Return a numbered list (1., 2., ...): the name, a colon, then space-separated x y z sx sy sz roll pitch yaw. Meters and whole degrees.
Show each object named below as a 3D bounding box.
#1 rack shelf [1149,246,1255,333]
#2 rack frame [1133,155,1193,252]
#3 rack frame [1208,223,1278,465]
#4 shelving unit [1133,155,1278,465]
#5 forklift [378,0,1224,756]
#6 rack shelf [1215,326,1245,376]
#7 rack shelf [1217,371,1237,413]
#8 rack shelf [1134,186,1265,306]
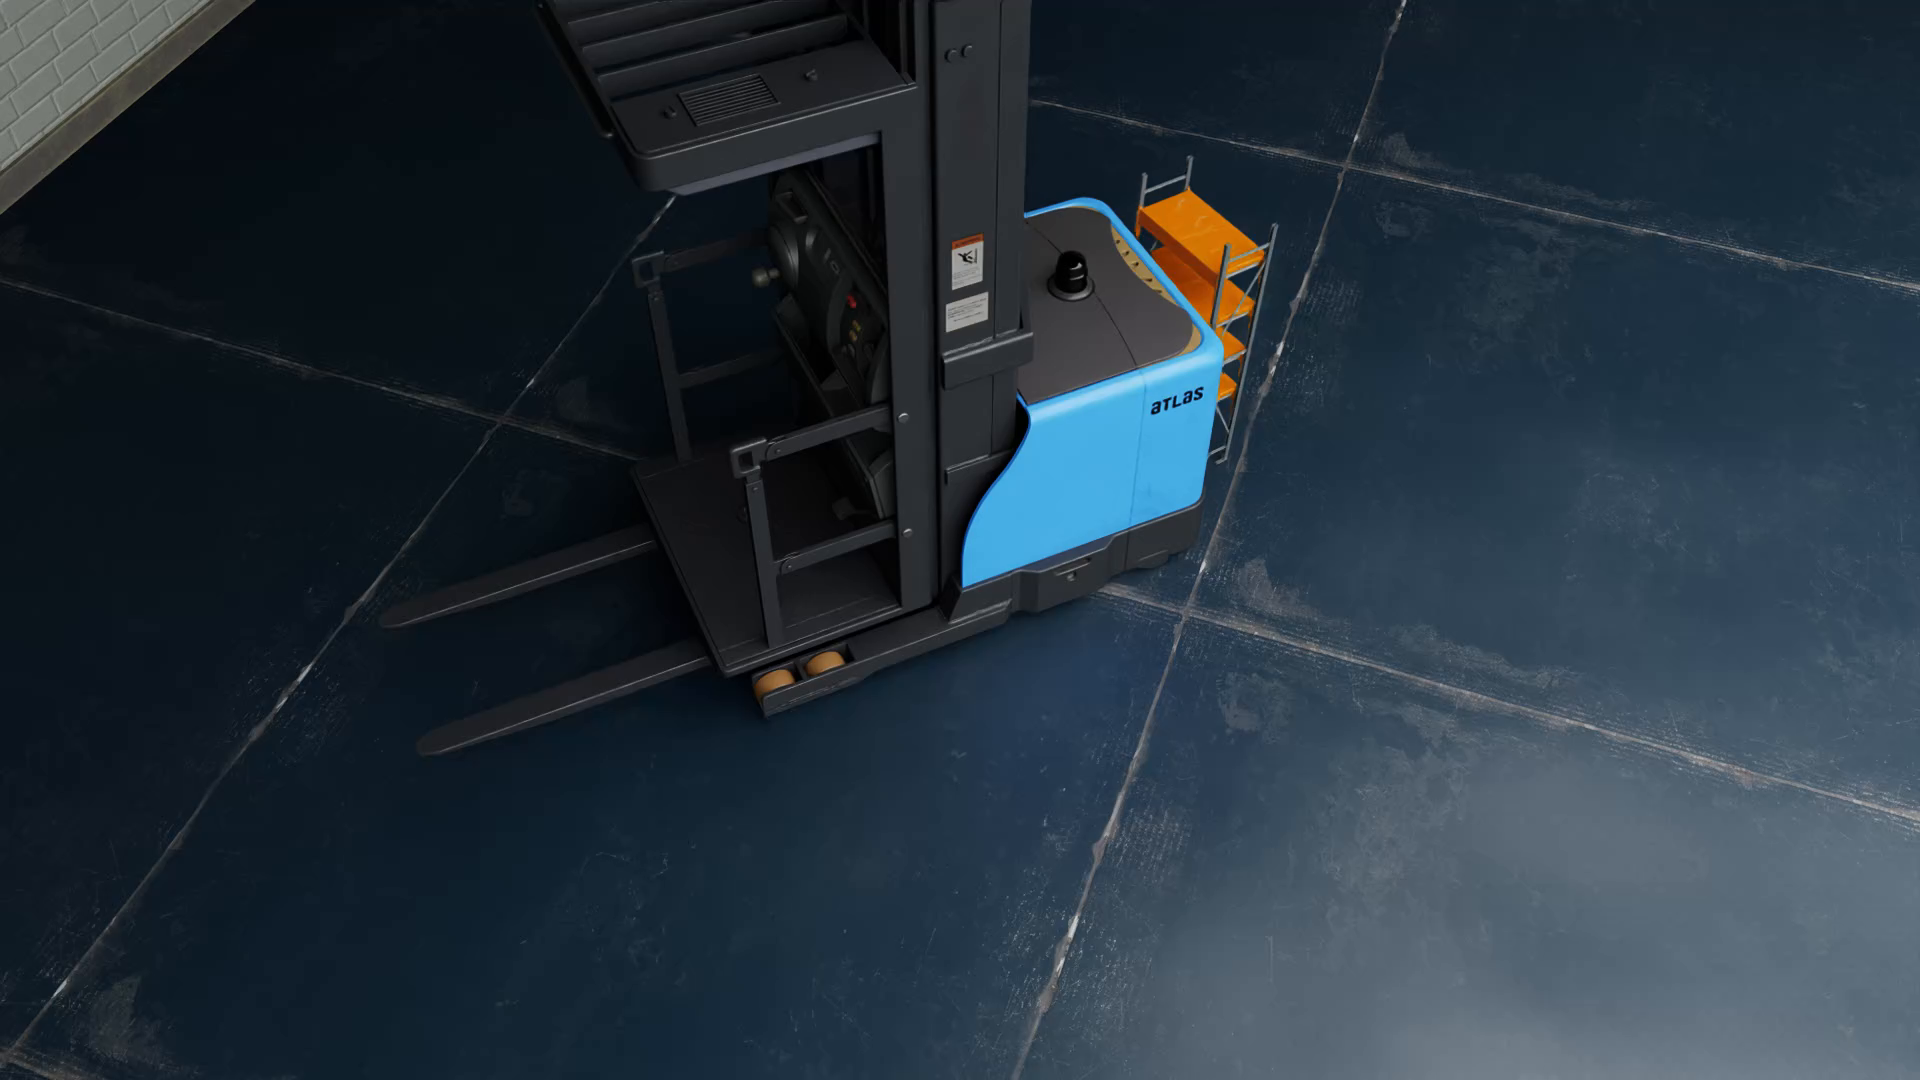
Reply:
1. rack shelf: 0.897 -0.953 6.434 0.258 0.148 0.480 -25 54 -23
2. rack frame: 0.757 -1.001 6.683 0.240 1.200 0.015 -25 54 -23
3. rack frame: 1.027 -0.694 6.417 0.240 1.200 0.015 -25 54 -23
4. shelving unit: 0.892 -0.847 6.550 0.258 1.200 0.503 -25 54 -23
5. forklift: -0.617 -0.788 5.360 3.031 2.935 1.130 -19 52 -16
6. rack shelf: 0.889 -0.802 6.599 0.258 0.148 0.480 -25 54 -23
7. rack shelf: 0.882 -0.669 6.746 0.258 0.148 0.480 -25 54 -23
8. rack shelf: 0.906 -1.112 6.259 0.258 0.148 0.480 -25 54 -23
